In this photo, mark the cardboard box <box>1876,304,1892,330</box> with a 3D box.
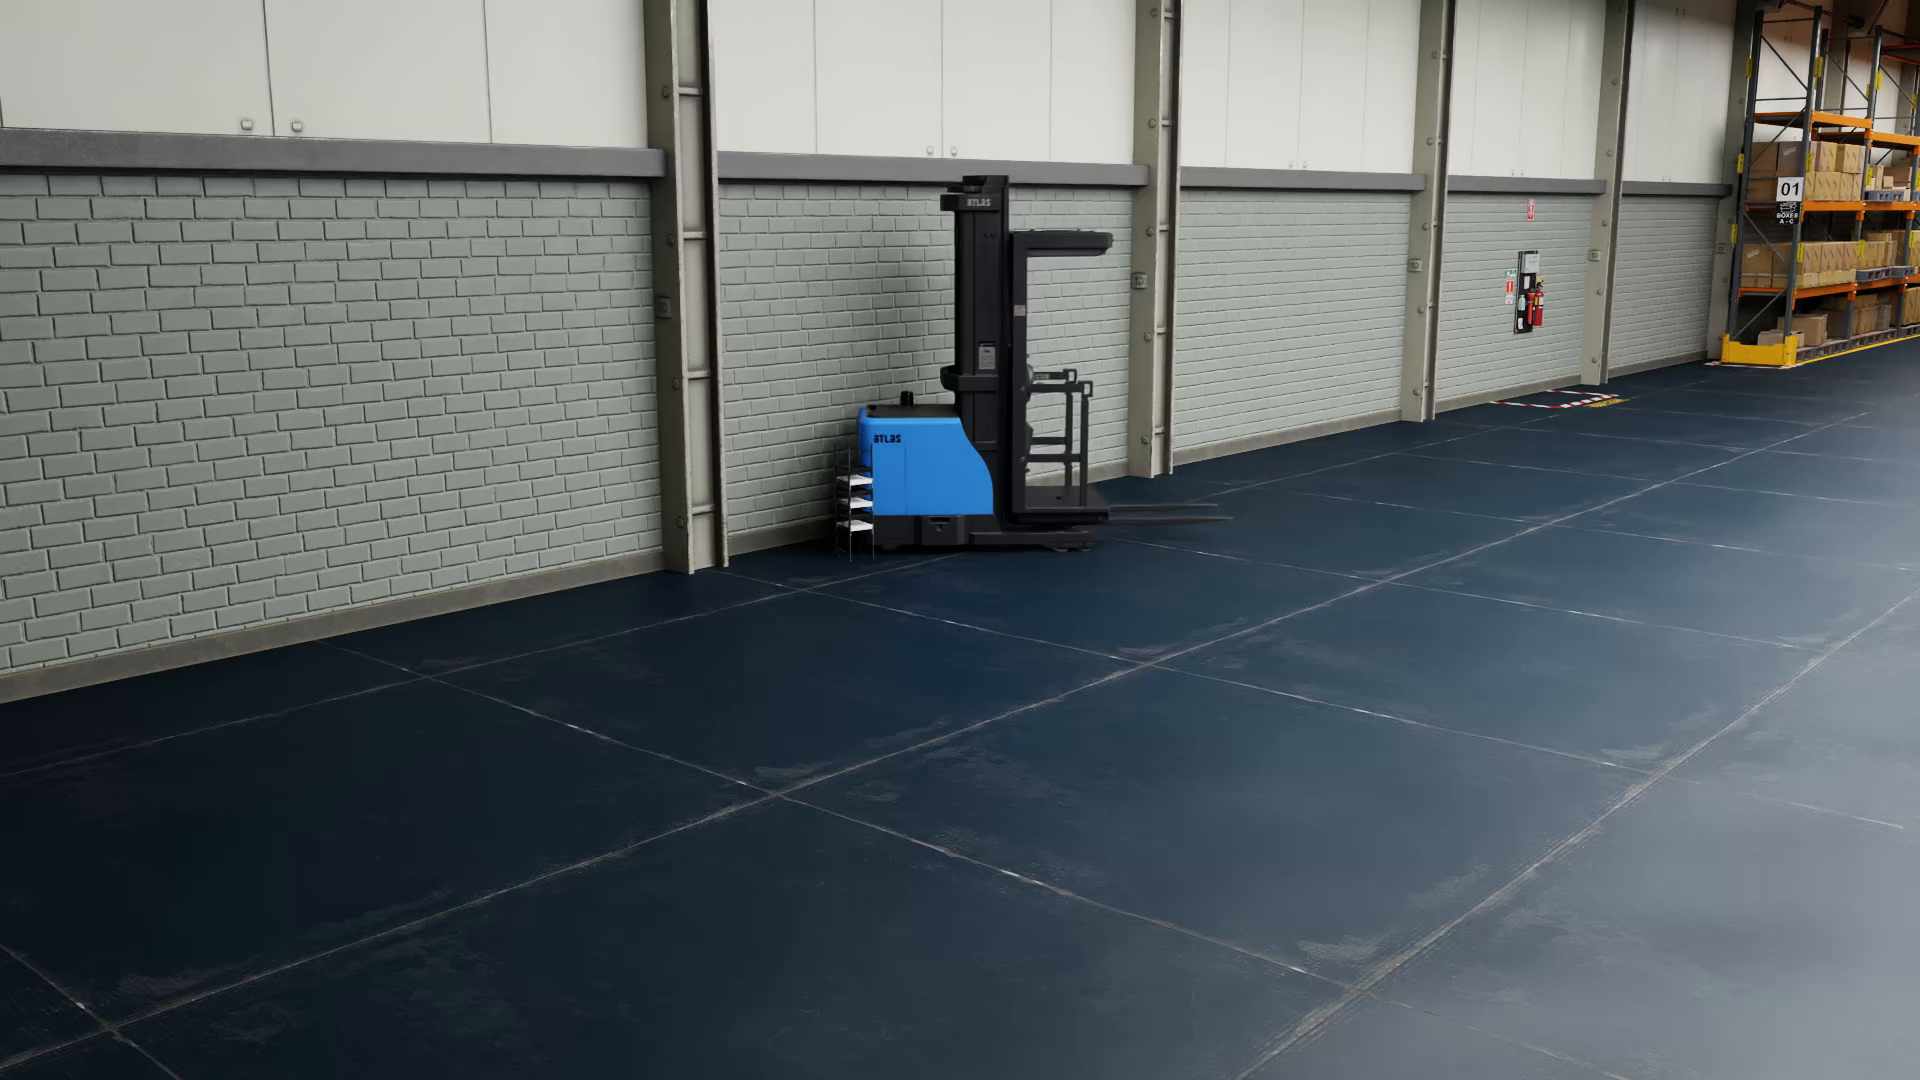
[{"bbox_3d":[18.863,-4.635,34.516,0.700,0.500,0.500,10,15,41],"label":"cardboard box"}]

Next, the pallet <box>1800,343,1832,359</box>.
[{"bbox_3d":[15.437,-3.518,30.785,1.003,0.211,1.213,10,15,40],"label":"pallet"}]

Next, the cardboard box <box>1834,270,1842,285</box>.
[{"bbox_3d":[15.918,-4.848,30.658,0.500,0.250,0.500,10,15,40],"label":"cardboard box"}]

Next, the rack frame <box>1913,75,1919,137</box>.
[{"bbox_3d":[21.939,-9.288,37.238,1.000,3.000,0.127,10,15,40],"label":"rack frame"}]

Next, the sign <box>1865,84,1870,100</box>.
[{"bbox_3d":[18.880,-9.306,34.541,0.100,0.325,0.005,10,15,40],"label":"sign"}]

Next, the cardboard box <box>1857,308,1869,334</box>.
[{"bbox_3d":[17.803,-4.422,33.450,0.700,0.500,0.500,10,15,41],"label":"cardboard box"}]

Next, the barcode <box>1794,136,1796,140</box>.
[{"bbox_3d":[15.418,-7.423,30.707,0.001,0.075,0.075,10,15,40],"label":"barcode"}]

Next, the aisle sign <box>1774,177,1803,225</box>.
[{"bbox_3d":[14.196,-5.806,28.484,0.394,0.787,0.004,10,15,40],"label":"aisle sign"}]

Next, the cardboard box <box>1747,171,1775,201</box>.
[{"bbox_3d":[14.103,-6.204,29.151,0.500,0.500,0.500,-11,16,-43],"label":"cardboard box"}]

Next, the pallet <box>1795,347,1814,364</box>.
[{"bbox_3d":[14.631,-3.339,29.890,1.003,0.211,1.213,10,15,40],"label":"pallet"}]

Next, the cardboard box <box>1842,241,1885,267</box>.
[{"bbox_3d":[18.191,-5.766,33.541,0.700,0.500,0.500,10,15,40],"label":"cardboard box"}]

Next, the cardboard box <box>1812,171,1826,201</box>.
[{"bbox_3d":[14.808,-6.201,29.137,0.500,0.500,0.500,-11,16,-44],"label":"cardboard box"}]

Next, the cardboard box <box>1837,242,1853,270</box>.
[{"bbox_3d":[16.254,-5.289,30.952,0.500,0.500,0.500,10,15,40],"label":"cardboard box"}]

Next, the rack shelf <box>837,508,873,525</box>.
[{"bbox_3d":[-0.827,-0.185,12.970,0.200,0.077,0.258,-7,13,-32],"label":"rack shelf"}]

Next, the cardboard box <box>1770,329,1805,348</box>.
[{"bbox_3d":[14.919,-3.652,30.077,0.500,0.311,0.500,-11,15,-43],"label":"cardboard box"}]

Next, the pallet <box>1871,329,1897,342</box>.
[{"bbox_3d":[18.782,-4.275,34.577,1.003,0.211,1.213,10,15,40],"label":"pallet"}]

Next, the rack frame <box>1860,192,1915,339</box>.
[{"bbox_3d":[19.299,-5.757,34.879,1.000,3.000,0.127,10,15,40],"label":"rack frame"}]

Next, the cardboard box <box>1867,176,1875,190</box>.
[{"bbox_3d":[17.486,-6.963,32.411,0.500,0.311,0.500,10,15,42],"label":"cardboard box"}]

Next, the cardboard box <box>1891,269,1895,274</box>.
[{"bbox_3d":[19.690,-5.663,34.994,0.380,0.149,0.250,9,15,40],"label":"cardboard box"}]

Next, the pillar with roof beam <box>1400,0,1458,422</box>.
[{"bbox_3d":[9.143,-5.415,17.848,9.100,9.000,0.400,10,15,40],"label":"pillar with roof beam"}]

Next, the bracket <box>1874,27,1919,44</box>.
[{"bbox_3d":[20.033,-10.779,35.515,0.076,0.066,4.783,10,15,40],"label":"bracket"}]

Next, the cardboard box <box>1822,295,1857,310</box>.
[{"bbox_3d":[17.420,-4.702,32.940,0.500,0.250,0.500,9,15,39],"label":"cardboard box"}]

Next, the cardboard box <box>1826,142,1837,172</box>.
[{"bbox_3d":[15.154,-6.770,29.430,0.500,0.500,0.500,10,15,42],"label":"cardboard box"}]

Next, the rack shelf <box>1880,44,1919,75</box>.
[{"bbox_3d":[20.619,-10.271,35.509,1.077,0.370,4.000,10,15,40],"label":"rack shelf"}]

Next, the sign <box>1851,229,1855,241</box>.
[{"bbox_3d":[18.880,-6.396,35.122,0.100,0.325,0.005,10,15,40],"label":"sign"}]

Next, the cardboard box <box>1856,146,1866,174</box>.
[{"bbox_3d":[16.532,-7.080,30.984,0.500,0.500,0.500,8,14,36],"label":"cardboard box"}]

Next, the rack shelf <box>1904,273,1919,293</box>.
[{"bbox_3d":[20.619,-5.699,36.422,1.077,0.370,4.000,10,15,40],"label":"rack shelf"}]

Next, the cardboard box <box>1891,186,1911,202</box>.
[{"bbox_3d":[19.027,-7.054,33.886,0.500,0.311,0.500,10,15,40],"label":"cardboard box"}]

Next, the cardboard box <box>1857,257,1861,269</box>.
[{"bbox_3d":[17.020,-5.504,32.232,0.700,0.500,0.500,10,15,41],"label":"cardboard box"}]

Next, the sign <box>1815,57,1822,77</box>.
[{"bbox_3d":[14.426,-7.949,27.948,0.100,0.325,0.005,10,15,40],"label":"sign"}]

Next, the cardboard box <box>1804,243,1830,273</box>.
[{"bbox_3d":[15.239,-5.062,29.816,0.500,0.500,0.500,9,14,39],"label":"cardboard box"}]

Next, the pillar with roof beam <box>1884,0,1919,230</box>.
[{"bbox_3d":[24.986,-8.946,35.526,9.100,9.000,0.548,10,15,40],"label":"pillar with roof beam"}]

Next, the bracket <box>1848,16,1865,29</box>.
[{"bbox_3d":[17.784,-10.278,33.005,0.235,0.232,0.430,10,15,40],"label":"bracket"}]

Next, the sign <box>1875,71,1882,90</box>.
[{"bbox_3d":[17.054,-8.535,30.881,0.100,0.325,0.005,10,15,40],"label":"sign"}]

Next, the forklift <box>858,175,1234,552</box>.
[{"bbox_3d":[0.686,-1.442,13.448,3.031,2.935,1.130,-1,11,-3],"label":"forklift"}]

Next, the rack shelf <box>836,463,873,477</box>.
[{"bbox_3d":[-0.827,-0.538,12.899,0.200,0.077,0.258,-7,13,-32],"label":"rack shelf"}]

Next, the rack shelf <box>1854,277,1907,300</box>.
[{"bbox_3d":[17.979,-5.110,33.476,1.077,0.370,4.000,10,15,40],"label":"rack shelf"}]

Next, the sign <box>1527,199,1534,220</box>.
[{"bbox_3d":[8.130,-4.702,23.677,0.001,0.298,0.199,10,15,40],"label":"sign"}]

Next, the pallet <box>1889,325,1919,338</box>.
[{"bbox_3d":[19.876,-4.496,35.684,1.003,0.211,1.213,10,15,40],"label":"pallet"}]

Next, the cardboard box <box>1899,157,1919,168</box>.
[{"bbox_3d":[20.907,-8.254,36.425,0.500,0.250,0.500,9,15,39],"label":"cardboard box"}]

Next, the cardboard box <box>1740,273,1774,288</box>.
[{"bbox_3d":[14.181,-4.611,29.468,0.500,0.250,0.500,10,15,41],"label":"cardboard box"}]

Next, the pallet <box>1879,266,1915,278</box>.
[{"bbox_3d":[18.909,-5.545,34.304,1.213,0.211,1.003,10,15,40],"label":"pallet"}]

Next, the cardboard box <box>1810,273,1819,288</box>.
[{"bbox_3d":[14.911,-4.626,29.544,0.500,0.250,0.500,9,15,39],"label":"cardboard box"}]

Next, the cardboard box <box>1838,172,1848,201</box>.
[{"bbox_3d":[15.830,-6.433,30.298,0.500,0.500,0.500,9,14,38],"label":"cardboard box"}]

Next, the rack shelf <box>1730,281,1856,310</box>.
[{"bbox_3d":[15.338,-4.522,30.529,1.077,0.370,4.000,10,15,40],"label":"rack shelf"}]

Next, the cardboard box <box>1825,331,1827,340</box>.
[{"bbox_3d":[16.328,-3.913,31.753,0.380,0.166,0.250,7,14,33],"label":"cardboard box"}]

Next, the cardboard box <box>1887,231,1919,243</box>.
[{"bbox_3d":[19.811,-6.368,34.953,0.500,0.250,0.500,10,15,42],"label":"cardboard box"}]

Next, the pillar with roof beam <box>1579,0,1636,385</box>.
[{"bbox_3d":[13.104,-6.298,22.267,9.100,9.000,0.400,10,15,40],"label":"pillar with roof beam"}]

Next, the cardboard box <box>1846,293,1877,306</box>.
[{"bbox_3d":[18.440,-4.927,34.064,0.500,0.250,0.500,10,15,41],"label":"cardboard box"}]

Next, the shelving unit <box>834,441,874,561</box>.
[{"bbox_3d":[-0.827,-0.306,12.946,0.210,0.900,0.258,-7,13,-32],"label":"shelving unit"}]

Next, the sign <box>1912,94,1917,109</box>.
[{"bbox_3d":[21.539,-9.899,37.508,0.100,0.325,0.005,10,15,40],"label":"sign"}]

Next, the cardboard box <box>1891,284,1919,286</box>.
[{"bbox_3d":[21.024,-5.254,36.775,0.750,0.750,0.750,10,15,42],"label":"cardboard box"}]
